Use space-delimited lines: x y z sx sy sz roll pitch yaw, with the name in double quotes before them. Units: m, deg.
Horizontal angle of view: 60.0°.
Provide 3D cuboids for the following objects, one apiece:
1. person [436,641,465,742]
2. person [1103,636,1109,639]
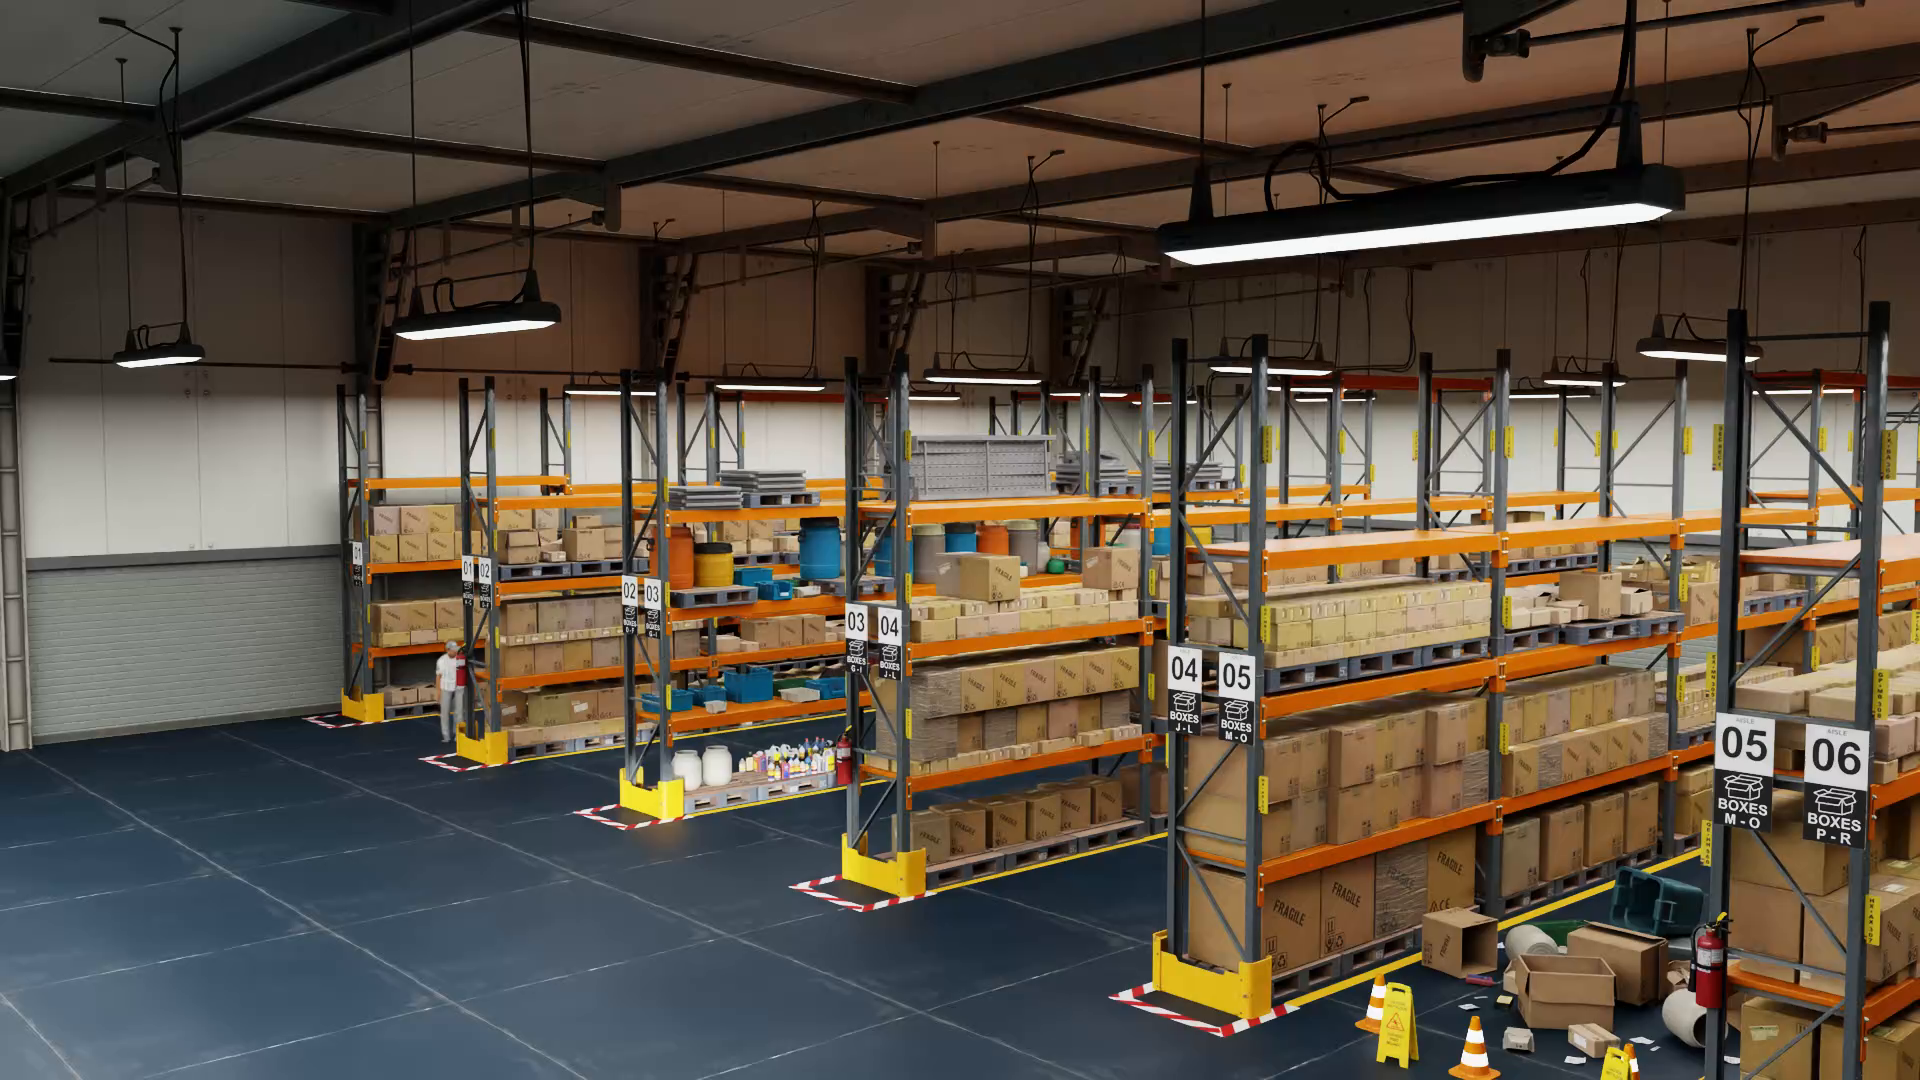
"person" -8.487 2.516 27.762 0.506 1.685 0.441 -3 5 -41
"person" 3.656 1.769 39.331 0.696 1.849 0.784 3 5 41
